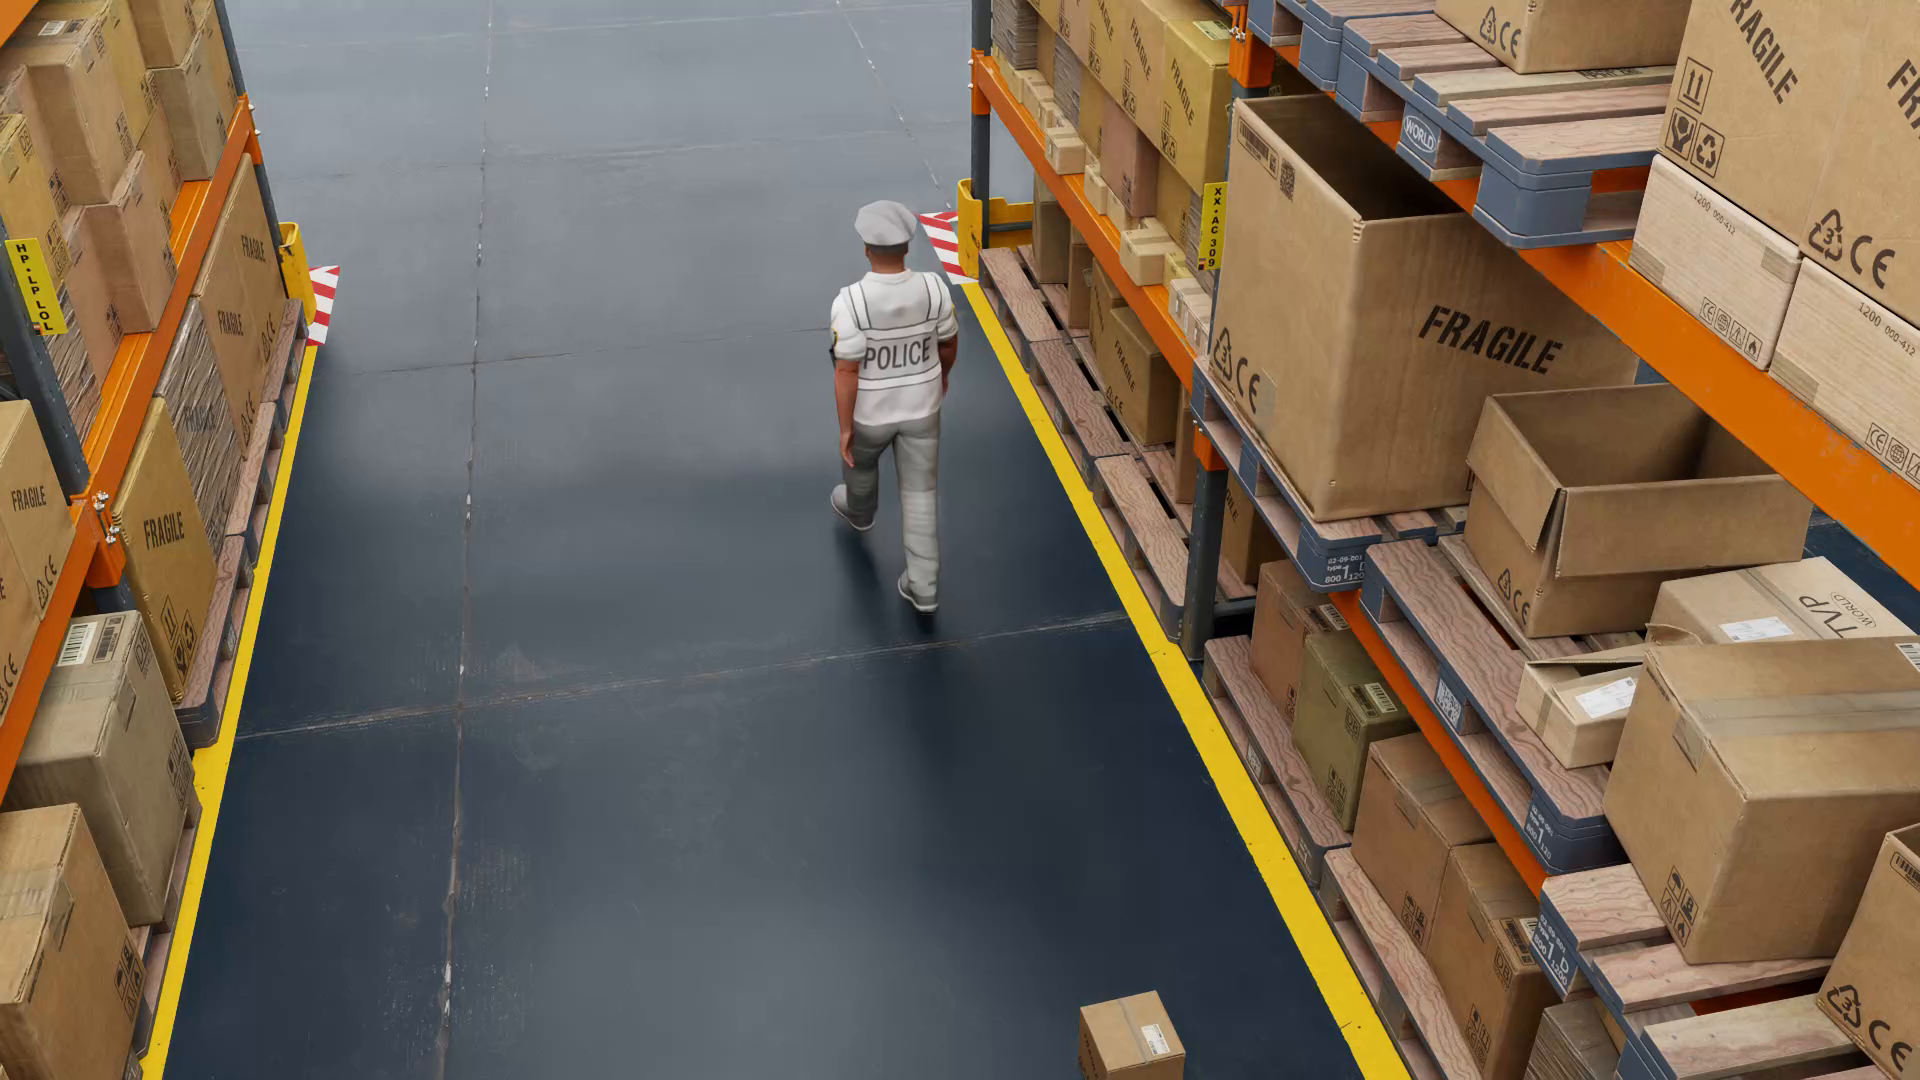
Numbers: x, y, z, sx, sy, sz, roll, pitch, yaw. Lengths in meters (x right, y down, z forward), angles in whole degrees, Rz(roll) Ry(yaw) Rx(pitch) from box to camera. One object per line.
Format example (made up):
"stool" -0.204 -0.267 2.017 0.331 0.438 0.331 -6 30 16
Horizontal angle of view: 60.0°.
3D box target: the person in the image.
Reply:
"person" -0.280 -0.633 7.044 0.557 1.707 1.077 -8 35 -11
